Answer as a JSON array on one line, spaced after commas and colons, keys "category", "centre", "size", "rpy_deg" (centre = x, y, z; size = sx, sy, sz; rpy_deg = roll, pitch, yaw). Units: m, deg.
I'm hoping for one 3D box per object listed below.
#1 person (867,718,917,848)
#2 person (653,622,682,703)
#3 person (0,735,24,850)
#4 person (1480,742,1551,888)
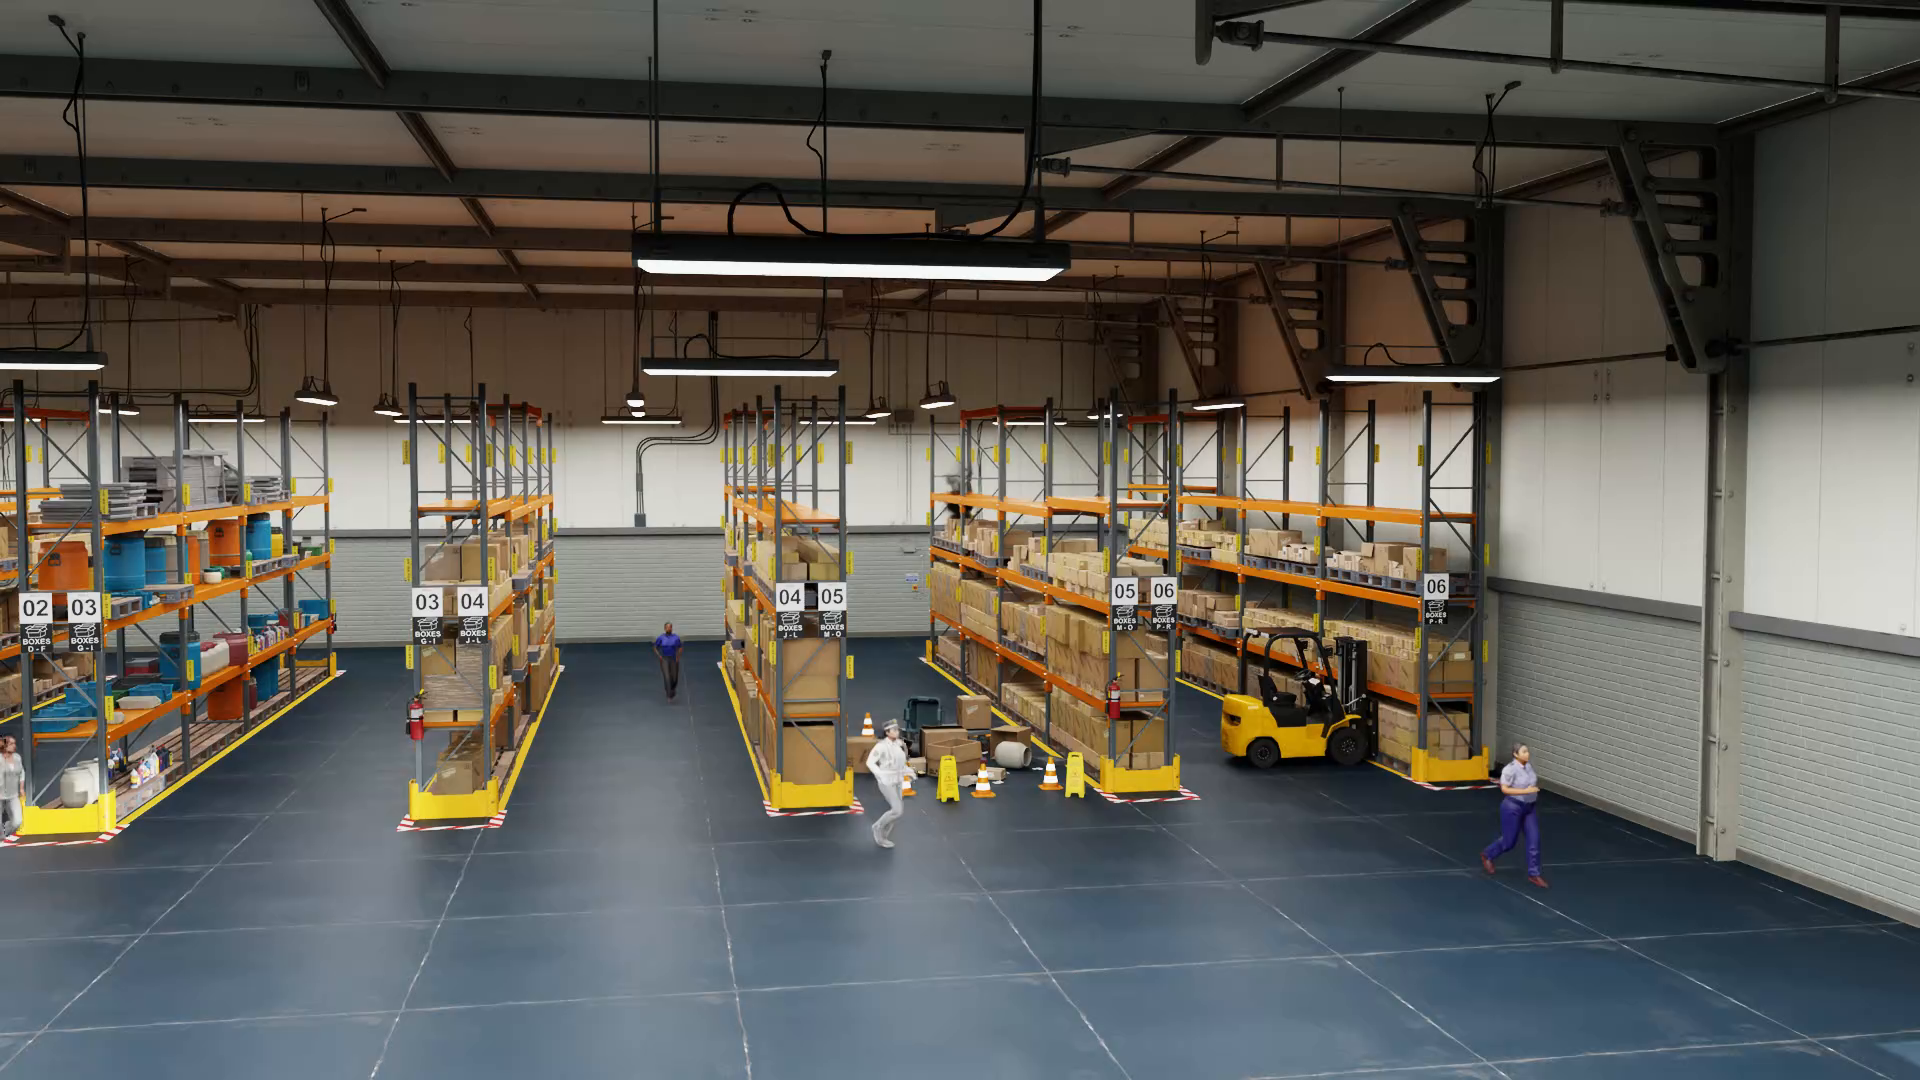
[{"category": "person", "centre": [-0.841, 3.094, 21.159], "size": [0.526, 1.653, 0.591], "rpy_deg": [2, 4, 35]}, {"category": "person", "centre": [-5.938, 2.485, 33.828], "size": [0.587, 1.615, 0.580], "rpy_deg": [-1, 3, -16]}, {"category": "person", "centre": [-11.795, 3.198, 20.562], "size": [0.478, 1.552, 0.600], "rpy_deg": [2, 3, 33]}, {"category": "person", "centre": [6.517, 3.174, 19.434], "size": [0.637, 1.638, 0.891], "rpy_deg": [-2, 3, -33]}]
